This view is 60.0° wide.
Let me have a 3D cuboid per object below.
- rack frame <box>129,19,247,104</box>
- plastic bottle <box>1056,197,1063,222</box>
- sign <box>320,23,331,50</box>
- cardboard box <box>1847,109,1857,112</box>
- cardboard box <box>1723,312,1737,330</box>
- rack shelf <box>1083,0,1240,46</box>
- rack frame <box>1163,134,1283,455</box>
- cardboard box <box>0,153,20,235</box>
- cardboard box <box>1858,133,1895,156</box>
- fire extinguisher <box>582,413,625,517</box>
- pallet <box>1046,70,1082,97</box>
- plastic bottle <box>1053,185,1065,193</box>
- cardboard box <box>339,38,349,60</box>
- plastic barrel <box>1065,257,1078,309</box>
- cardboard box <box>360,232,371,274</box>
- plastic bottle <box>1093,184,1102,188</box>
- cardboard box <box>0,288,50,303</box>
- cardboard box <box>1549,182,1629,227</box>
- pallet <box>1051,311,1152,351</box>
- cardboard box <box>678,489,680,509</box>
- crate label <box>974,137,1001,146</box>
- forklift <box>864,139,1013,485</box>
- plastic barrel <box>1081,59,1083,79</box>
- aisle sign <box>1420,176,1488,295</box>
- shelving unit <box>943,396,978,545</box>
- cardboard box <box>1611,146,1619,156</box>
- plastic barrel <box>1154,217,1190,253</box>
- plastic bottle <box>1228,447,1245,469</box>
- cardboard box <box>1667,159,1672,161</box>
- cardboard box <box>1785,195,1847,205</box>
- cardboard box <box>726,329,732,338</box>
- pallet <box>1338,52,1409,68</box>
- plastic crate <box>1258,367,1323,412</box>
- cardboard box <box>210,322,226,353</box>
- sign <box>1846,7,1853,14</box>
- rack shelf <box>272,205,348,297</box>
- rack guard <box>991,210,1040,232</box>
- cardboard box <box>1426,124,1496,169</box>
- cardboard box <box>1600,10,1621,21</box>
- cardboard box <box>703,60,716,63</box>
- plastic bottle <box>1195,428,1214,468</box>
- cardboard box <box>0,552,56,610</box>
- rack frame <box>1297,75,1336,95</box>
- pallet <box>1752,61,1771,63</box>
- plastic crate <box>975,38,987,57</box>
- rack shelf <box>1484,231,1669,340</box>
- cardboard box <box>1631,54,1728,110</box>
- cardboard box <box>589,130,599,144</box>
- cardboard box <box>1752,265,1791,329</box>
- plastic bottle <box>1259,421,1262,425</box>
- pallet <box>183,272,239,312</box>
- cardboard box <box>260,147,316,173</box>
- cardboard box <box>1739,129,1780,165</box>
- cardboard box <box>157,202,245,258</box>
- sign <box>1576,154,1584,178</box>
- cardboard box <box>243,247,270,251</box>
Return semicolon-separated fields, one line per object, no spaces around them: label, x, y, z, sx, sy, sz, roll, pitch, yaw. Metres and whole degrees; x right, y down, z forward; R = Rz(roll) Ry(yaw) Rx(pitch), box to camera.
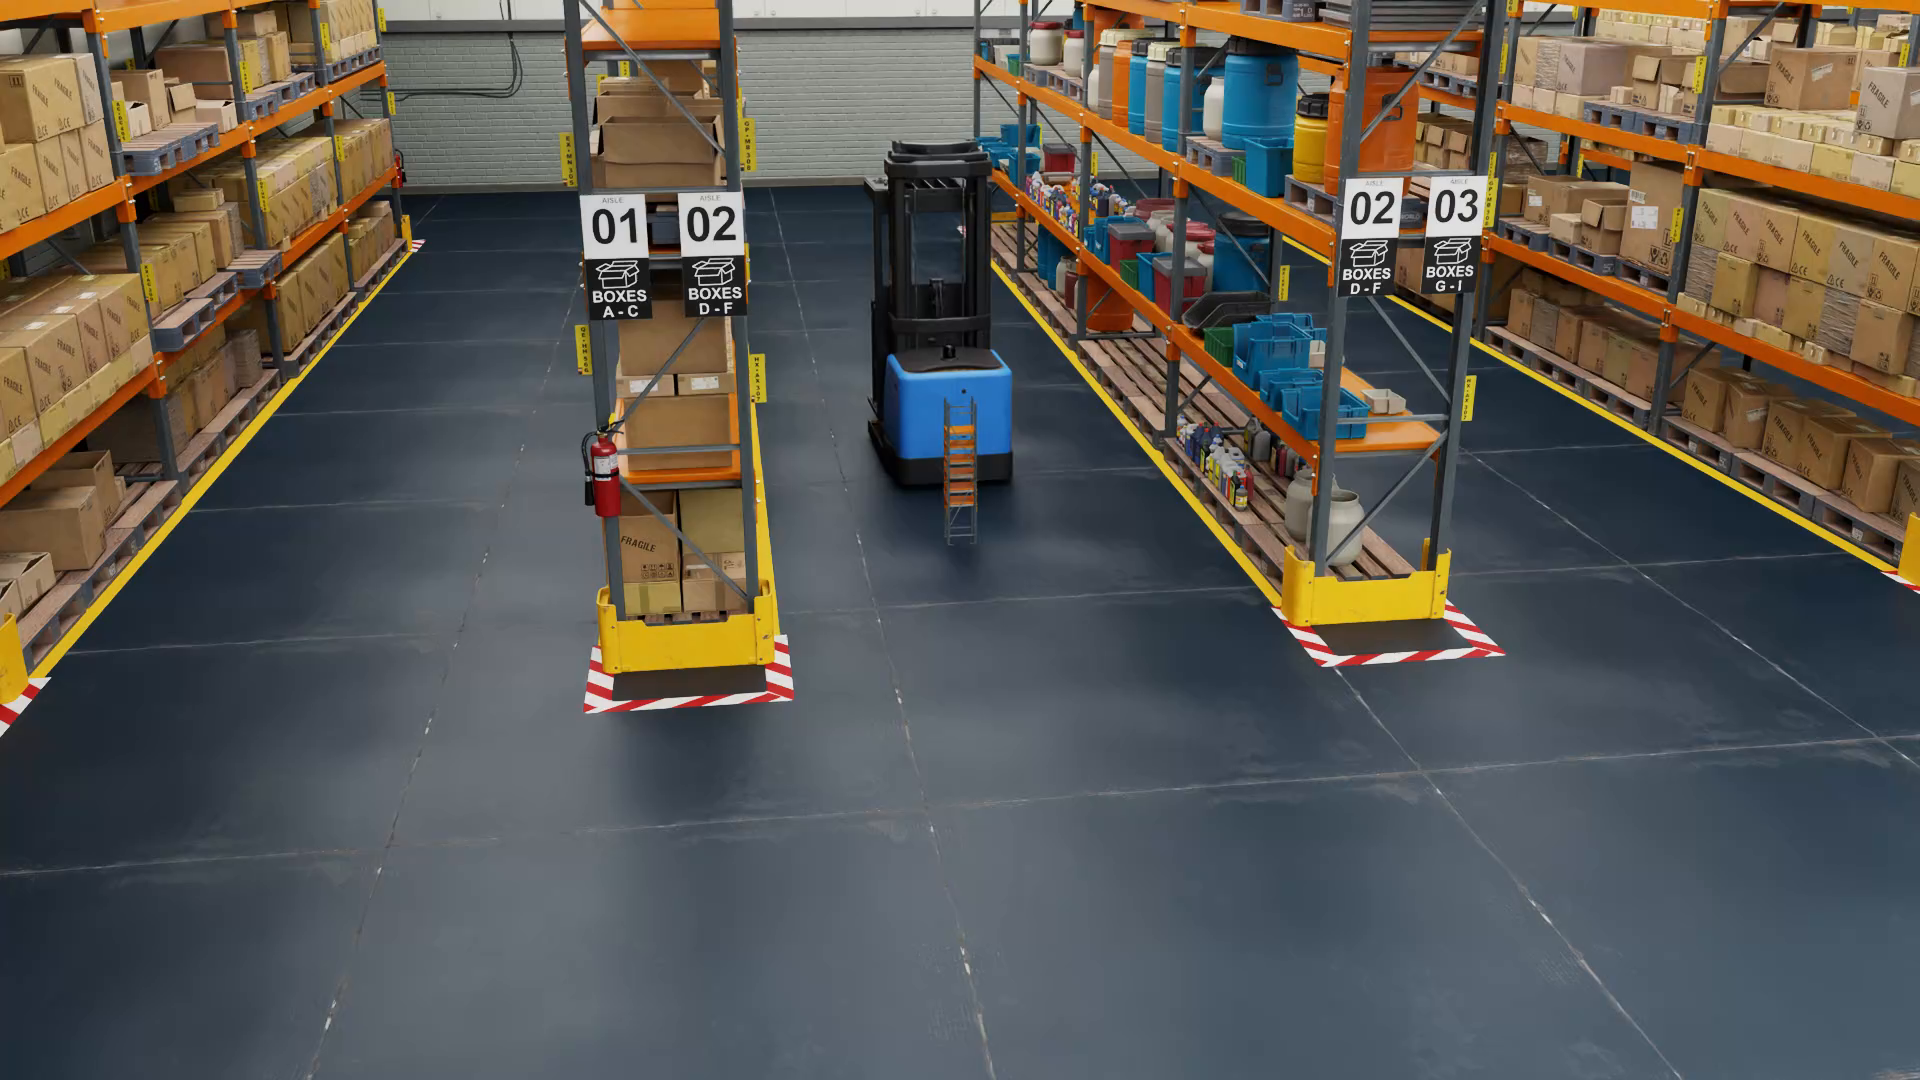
rack frame;-7.932;-5.922;16.710;1.000;3.000;0.127;-3;21;-8
plastic bottle;1.226;-4.071;20.495;0.061;0.283;0.133;-3;21;-8
sign;-7.973;-6.322;20.880;0.100;0.325;0.005;-3;21;-8
cardboard box;15.211;-6.997;28.020;0.500;0.500;0.500;-3;21;-8
cardboard box;7.214;-2.010;15.171;0.380;0.149;0.250;-3;21;-8
rack shelf;2.159;-5.205;16.390;1.077;0.370;4.000;-3;21;-8
rack frame;2.448;-2.226;15.390;1.000;3.000;0.127;-3;21;-8
cardboard box;-6.701;-2.299;11.125;0.500;0.500;0.500;-2;21;-5
cardboard box;7.396;-3.144;13.205;0.380;0.149;0.250;-4;21;-10
fire extinguisher;-2.320;-0.492;10.858;0.296;0.674;0.183;-3;21;-8
pallet;1.671;-5.654;20.550;1.003;0.211;1.213;-3;21;-8
plastic bottle;1.268;-4.446;21.509;0.152;0.276;0.135;-3;21;-8
cardboard box;-8.407;-6.505;22.029;0.500;0.250;0.500;-3;21;-9
plastic barrel;1.621;-3.238;20.944;0.600;0.588;0.708;-3;21;-8
cardboard box;-8.584;-3.960;23.005;0.700;0.500;0.500;-3;21;-8
plastic bottle;1.797;-4.517;21.700;0.152;0.276;0.135;-3;21;-8
cardboard box;-7.424;-1.664;13.000;0.500;0.500;0.500;-3;21;-8
cardboard box;7.069;-3.731;18.676;0.700;0.500;0.500;0;20;0
pallet;1.716;-2.576;20.311;1.003;0.211;1.213;-3;21;-8
cardboard box;-2.479;-0.542;13.138;0.500;0.500;0.500;-3;21;-8
crate label;0.428;-6.229;26.259;0.416;0.233;0.303;-3;21;-8
forklift;-0.300;-2.345;15.806;1.130;2.935;3.031;-4;21;-10
plastic barrel;1.572;-5.512;19.498;0.301;0.262;0.301;0;20;0
aisle sign;3.325;-2.049;11.200;0.394;0.787;0.004;-3;21;-8
shelving unit;0.002;-0.557;13.493;0.258;1.200;0.189;-3;21;-8
cardboard box;10.523;-6.153;26.262;0.380;0.149;0.250;-3;21;-9
plastic barrel;2.292;-3.172;17.763;0.421;0.512;0.421;0;20;0
plastic bottle;2.385;-0.660;14.459;0.152;0.276;0.135;-3;21;-8
cardboard box;10.769;-5.801;24.391;0.500;0.500;0.500;-3;21;-8
cardboard box;7.760;-2.816;14.971;0.500;0.500;0.500;-3;21;-8
cardboard box;-1.872;-1.448;12.235;0.380;0.149;0.250;-4;21;-10
pallet;6.088;-6.893;23.725;1.003;0.211;1.213;-3;21;-8
plastic crate;2.568;-1.155;12.734;0.499;0.251;0.408;-3;21;-8
cardboard box;-7.757;-2.051;16.792;0.500;0.250;0.500;-3;21;-7
sign;14.876;-8.957;27.760;0.100;0.325;0.005;-3;21;-8
rack shelf;-8.221;-3.467;19.740;1.077;0.370;4.000;-3;21;-8
rack guard;0.702;-5.218;26.972;1.175;0.500;0.348;-3;21;-8
cardboard box;6.489;-5.089;21.479;0.797;0.503;0.637;-2;21;-6
cardboard box;10.349;-8.292;26.272;0.380;0.149;0.250;-3;21;-8
cardboard box;-3.201;-5.141;18.763;0.910;0.500;0.500;-3;21;-8
plastic bottle;2.181;-0.826;14.797;0.144;0.351;0.185;-4;21;-10
cardboard box;-6.872;0.270;11.919;0.500;0.311;0.500;-1;21;-3
rack frame;5.619;-6.631;27.183;1.000;3.000;0.127;-3;21;-8
pallet;11.255;-6.200;22.011;1.213;0.211;1.003;-3;21;-8
plastic crate;0.498;-7.578;25.617;0.497;0.269;0.590;-3;21;-8
rack shelf;7.061;-2.832;18.038;1.077;0.370;4.000;-3;21;-8
cardboard box;7.243;-4.620;16.765;0.797;0.503;0.637;-2;21;-6
cardboard box;-2.385;-2.796;11.956;0.500;0.311;0.500;-1;20;-1
cardboard box;7.562;-2.160;14.645;0.875;0.500;0.500;-3;21;-8
plastic bottle;2.808;-1.012;15.508;0.097;0.201;0.097;0;20;0
pallet;-7.607;-2.338;15.964;1.003;0.211;1.213;-3;21;-8
cardboard box;-8.051;-4.540;19.917;0.500;0.250;0.500;-3;21;-7
cardboard box;7.242;-3.459;14.618;0.500;0.250;0.500;-3;21;-8
cardboard box;-7.855;-3.202;17.231;0.700;0.500;0.500;-5;21;-14
sign;7.308;-4.397;19.660;0.100;0.325;0.005;-3;21;-8
cardboard box;-7.751;-3.129;18.137;0.380;0.149;0.250;-3;21;-9
